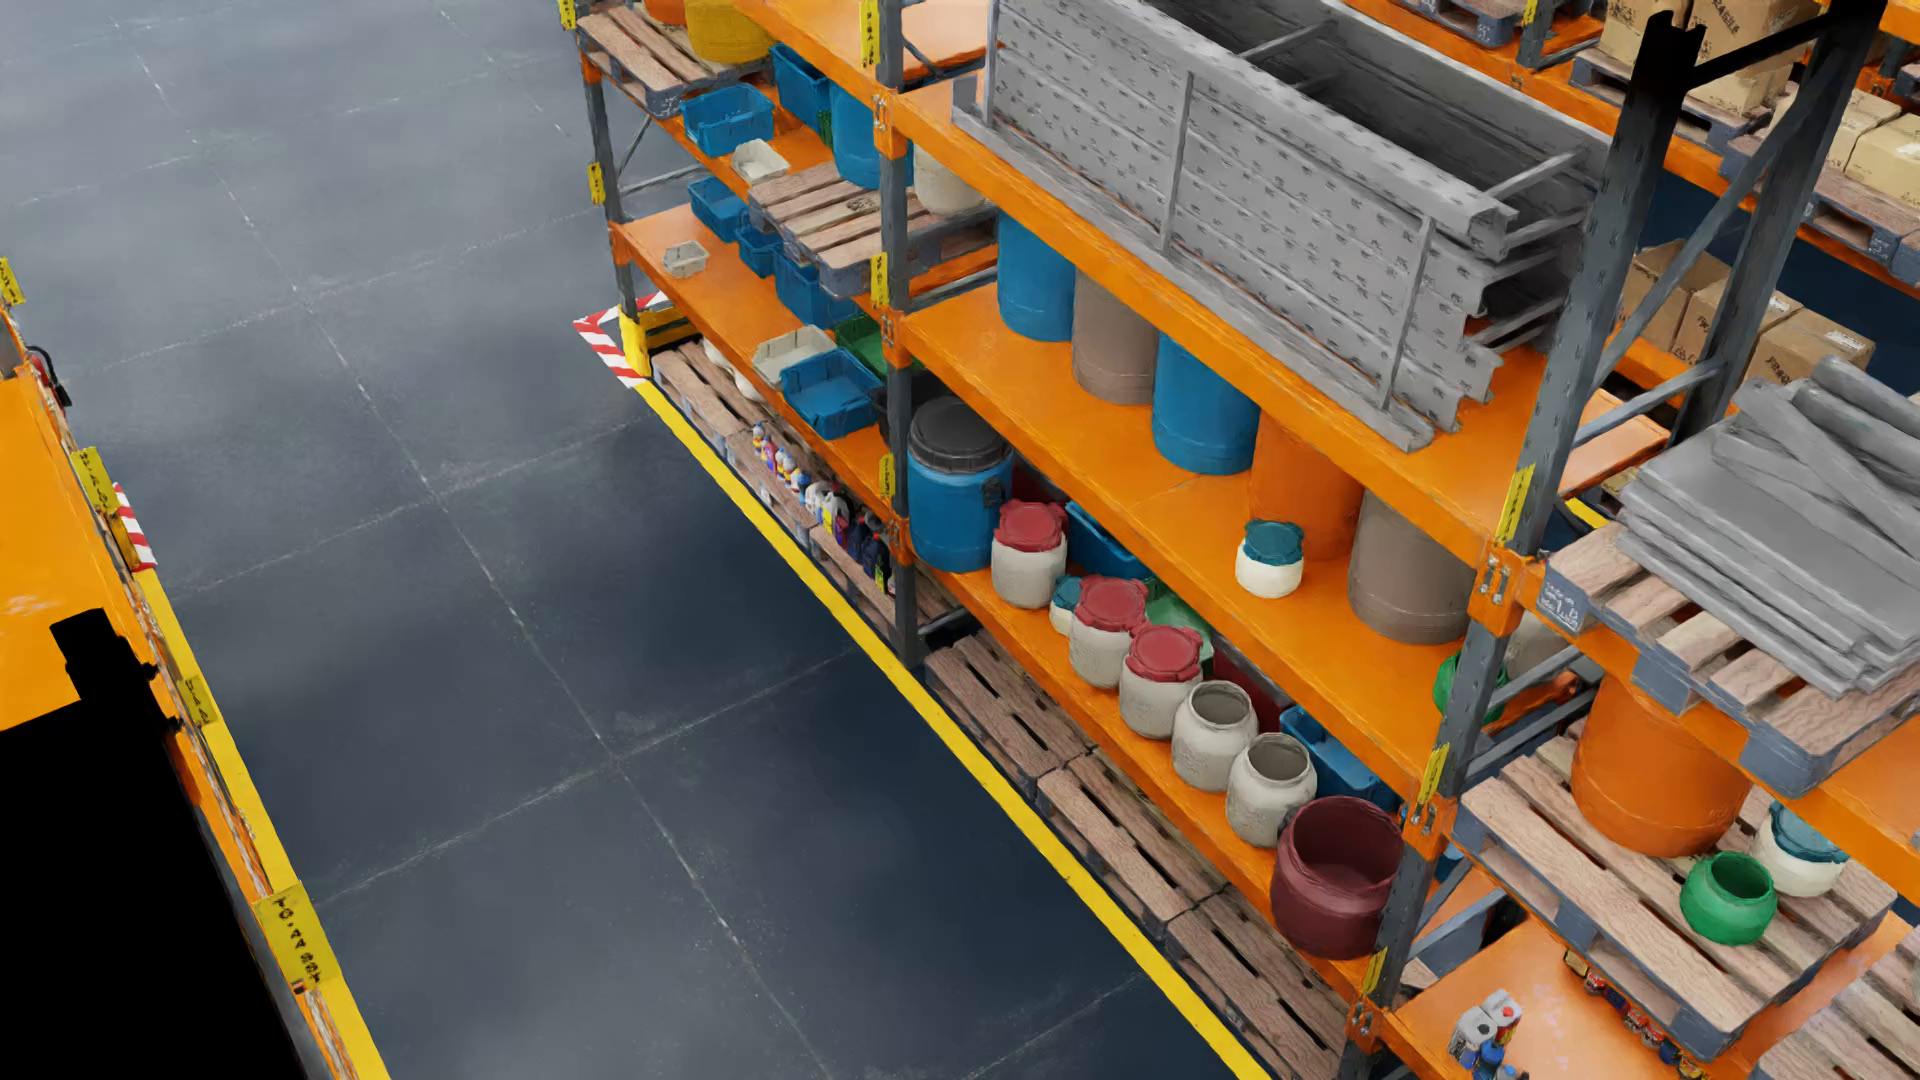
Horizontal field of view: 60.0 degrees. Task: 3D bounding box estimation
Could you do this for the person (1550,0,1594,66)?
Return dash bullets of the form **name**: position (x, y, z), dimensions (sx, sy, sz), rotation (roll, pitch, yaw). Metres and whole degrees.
- **person**: position (5.592, -4.636, 15.539), dimensions (0.577, 1.687, 1.121), rotation (-23, 47, -23)
